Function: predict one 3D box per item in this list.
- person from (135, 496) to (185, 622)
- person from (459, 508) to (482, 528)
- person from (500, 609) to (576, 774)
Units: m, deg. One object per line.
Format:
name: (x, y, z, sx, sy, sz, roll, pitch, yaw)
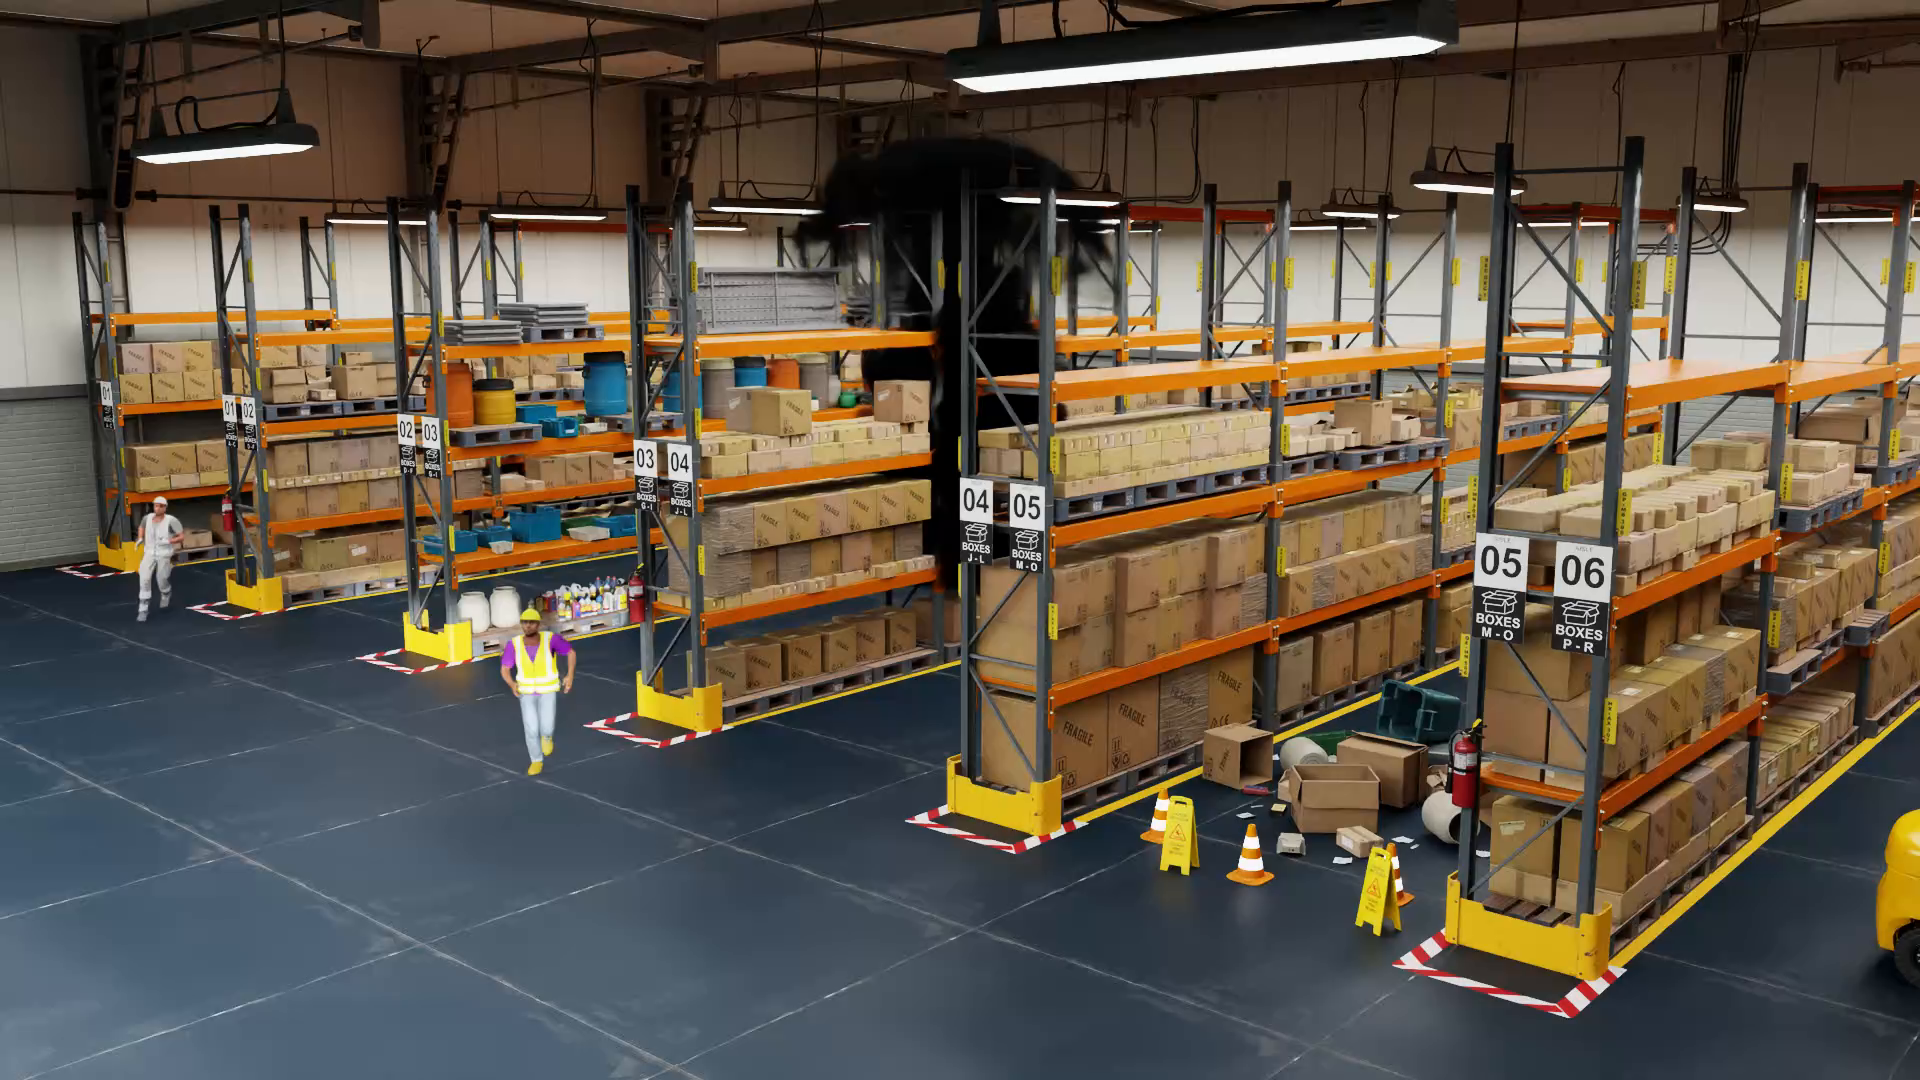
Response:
person: (-11.769, 0.245, 24.504, 0.696, 1.809, 0.930, -1, 10, -6)
person: (-8.758, -0.599, 29.745, 0.523, 1.666, 0.667, -9, 13, -44)
person: (-4.283, 1.540, 16.884, 0.734, 1.723, 0.643, -1, 10, -8)
